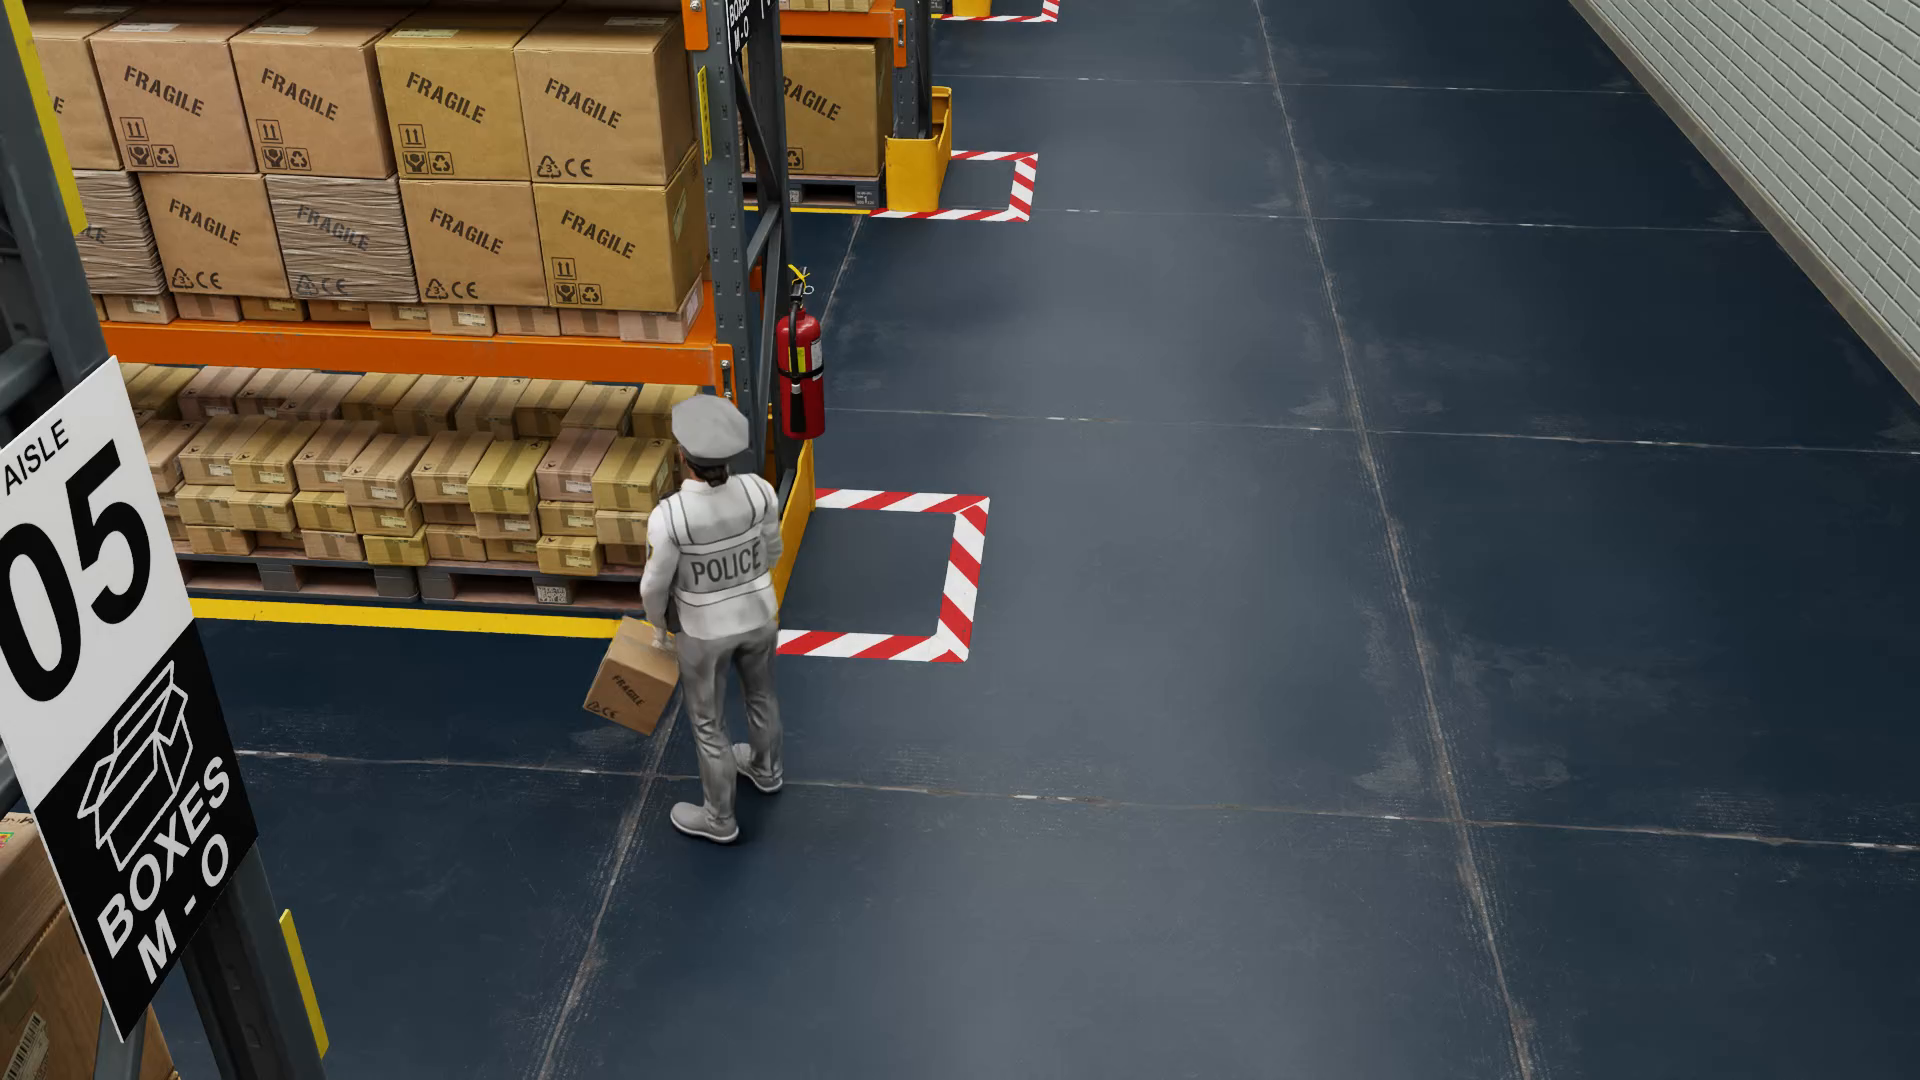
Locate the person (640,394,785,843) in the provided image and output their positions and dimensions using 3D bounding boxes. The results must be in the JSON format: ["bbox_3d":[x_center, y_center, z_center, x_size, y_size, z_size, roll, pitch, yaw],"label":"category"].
[{"bbox_3d":[-0.846,0.255,5.668,0.510,1.699,0.492,-16,36,-24],"label":"person"}]
